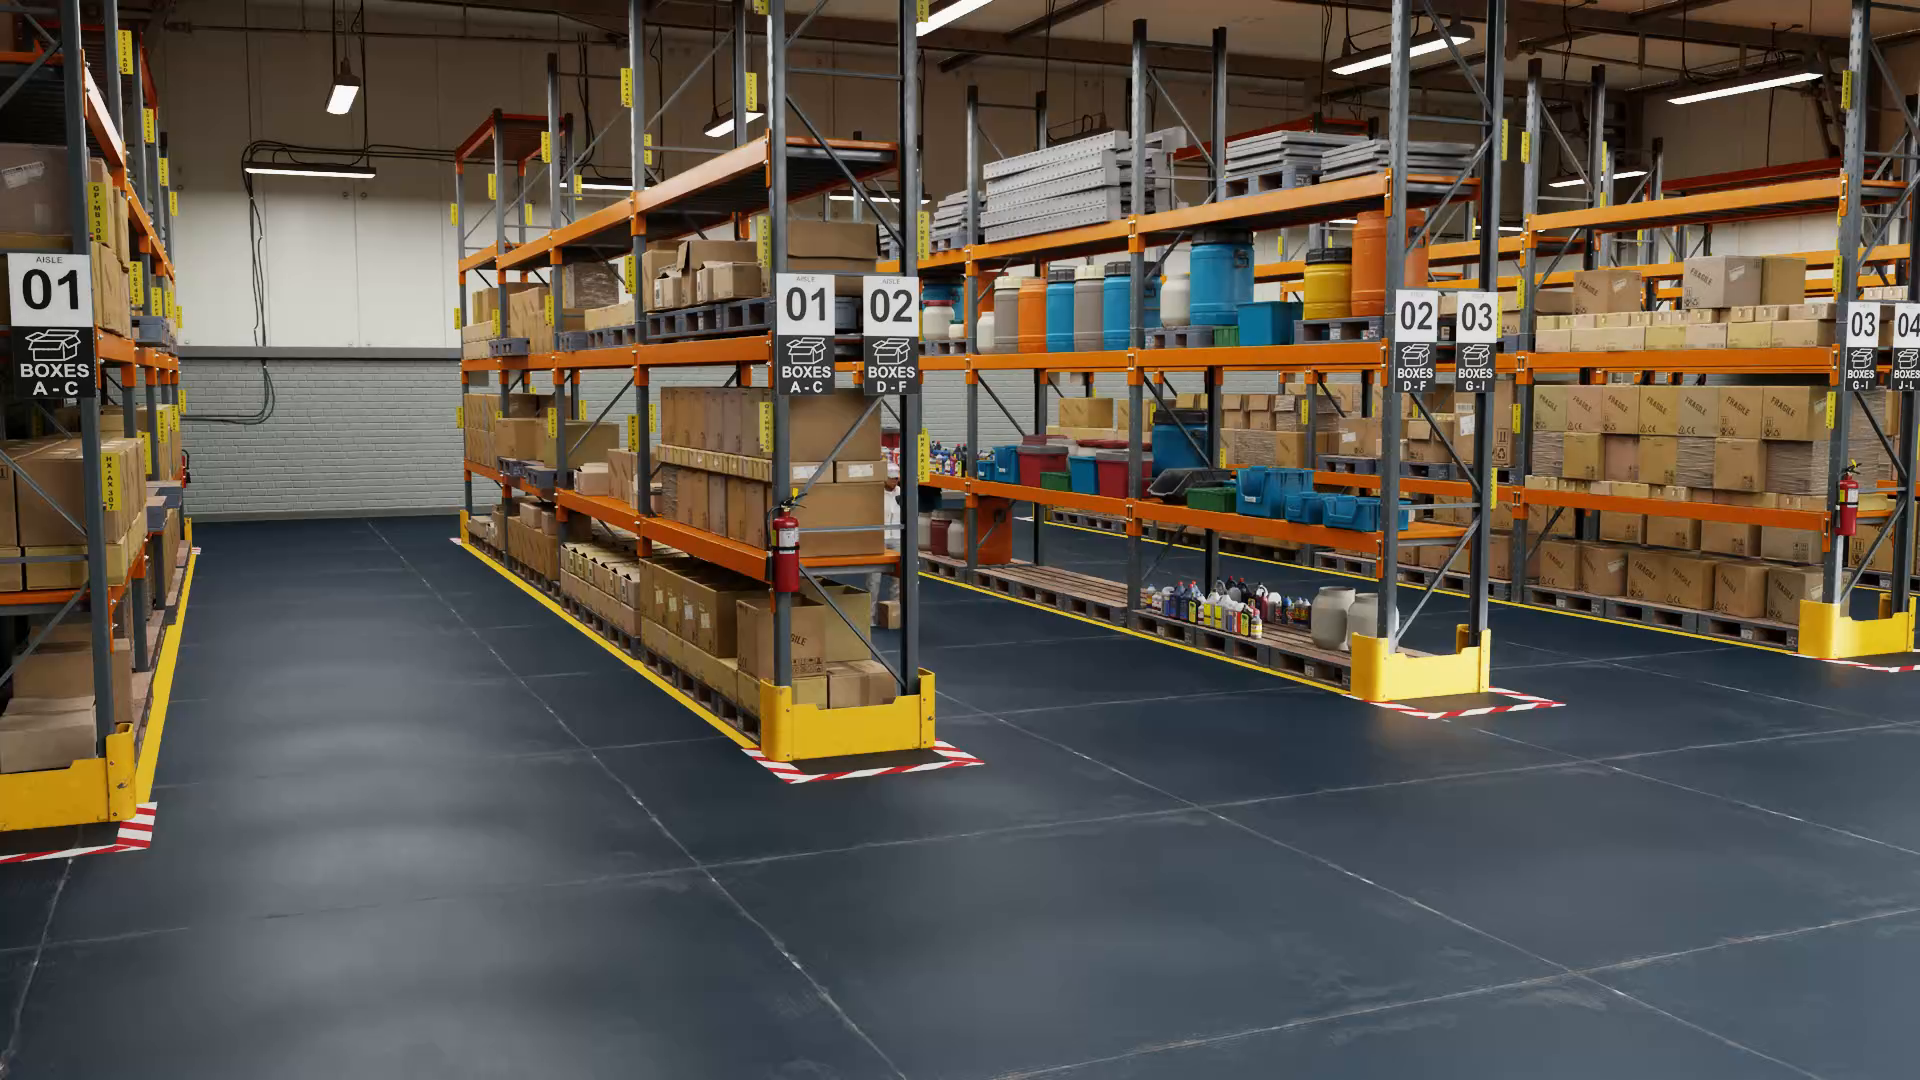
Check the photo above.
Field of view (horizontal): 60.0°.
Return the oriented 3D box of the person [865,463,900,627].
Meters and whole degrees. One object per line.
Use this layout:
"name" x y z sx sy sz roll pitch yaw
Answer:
"person" -0.759 0.039 17.072 0.558 1.665 0.468 -3 6 -27
